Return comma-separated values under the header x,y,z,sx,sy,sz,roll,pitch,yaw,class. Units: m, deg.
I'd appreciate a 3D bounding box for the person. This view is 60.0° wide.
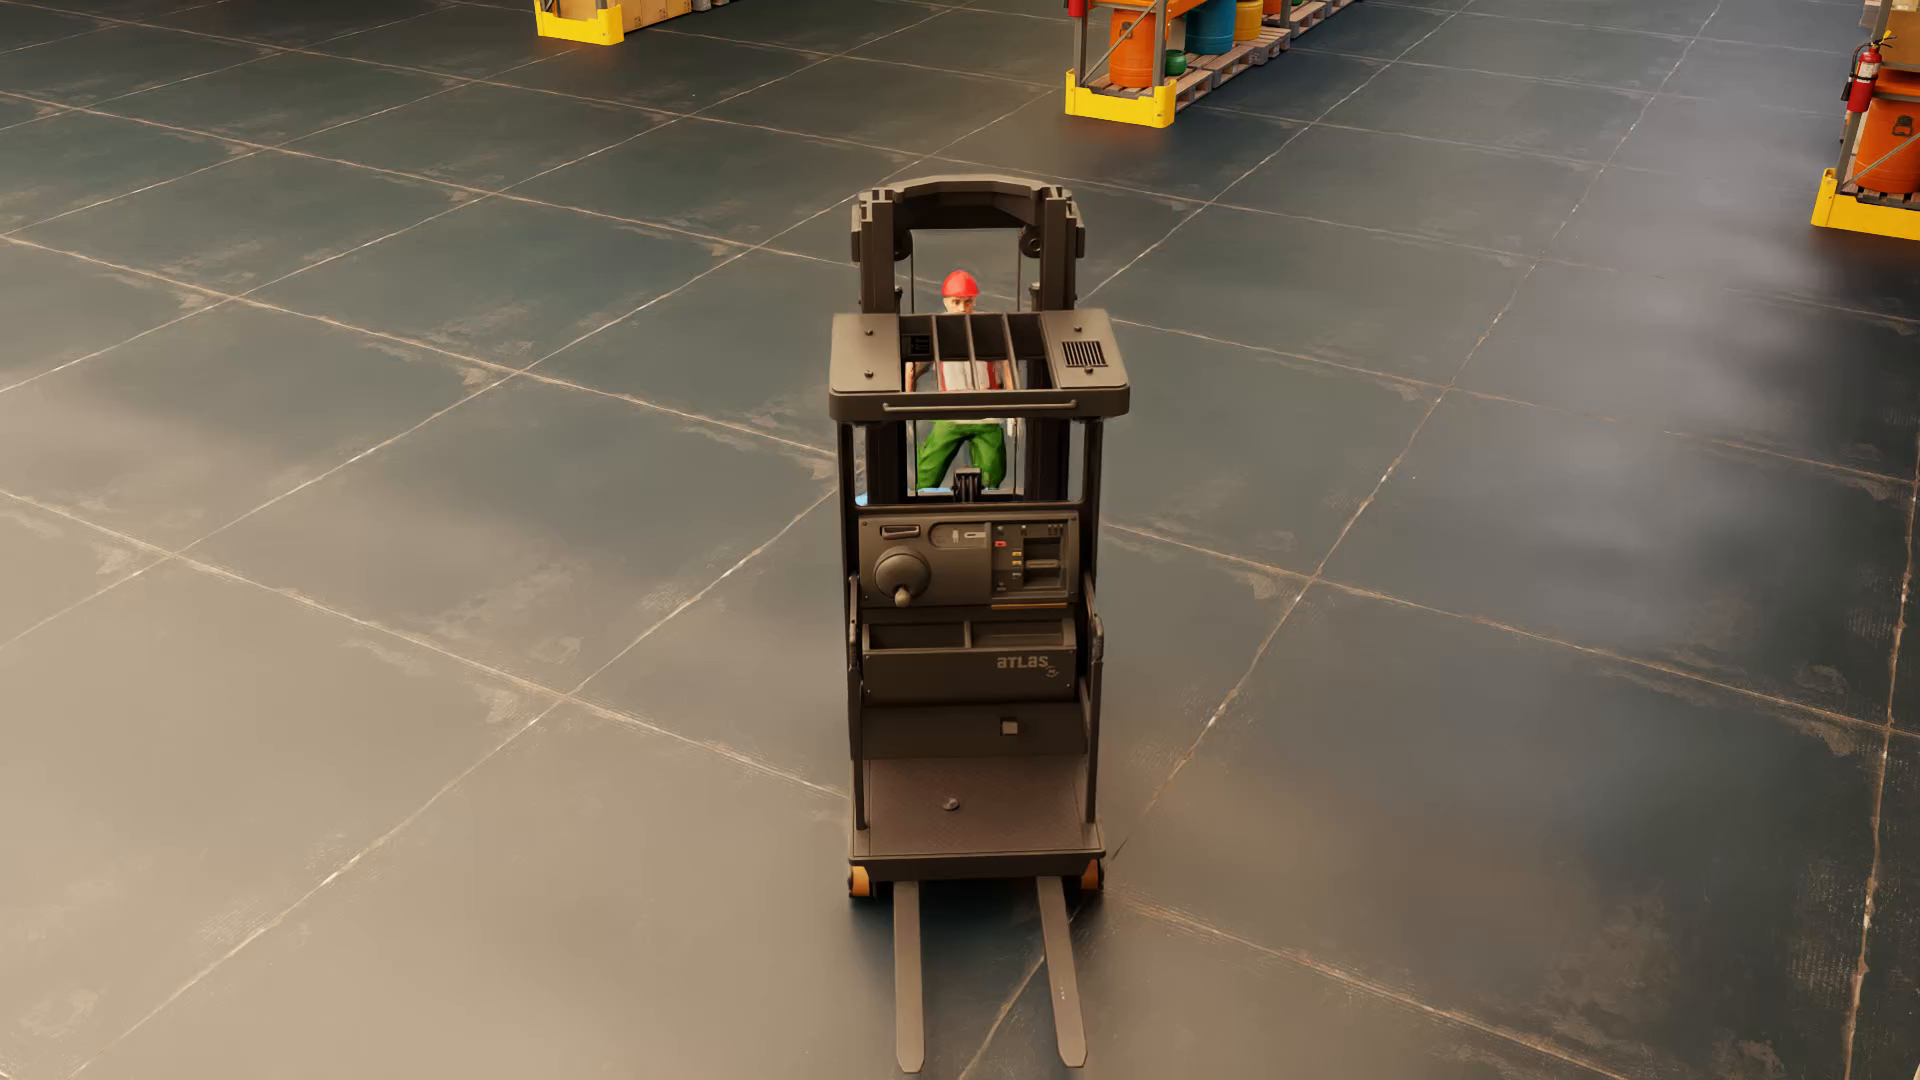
x,y,z,sx,sy,sz,roll,pitch,yaw,class
-0.017,-0.677,9.453,0.765,1.731,0.510,2,30,3,person

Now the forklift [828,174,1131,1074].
x,y,z,sx,sy,sz,roll,pitch,yaw,class
0.053,0.130,6.846,1.130,2.935,3.031,-1,30,-2,forklift
